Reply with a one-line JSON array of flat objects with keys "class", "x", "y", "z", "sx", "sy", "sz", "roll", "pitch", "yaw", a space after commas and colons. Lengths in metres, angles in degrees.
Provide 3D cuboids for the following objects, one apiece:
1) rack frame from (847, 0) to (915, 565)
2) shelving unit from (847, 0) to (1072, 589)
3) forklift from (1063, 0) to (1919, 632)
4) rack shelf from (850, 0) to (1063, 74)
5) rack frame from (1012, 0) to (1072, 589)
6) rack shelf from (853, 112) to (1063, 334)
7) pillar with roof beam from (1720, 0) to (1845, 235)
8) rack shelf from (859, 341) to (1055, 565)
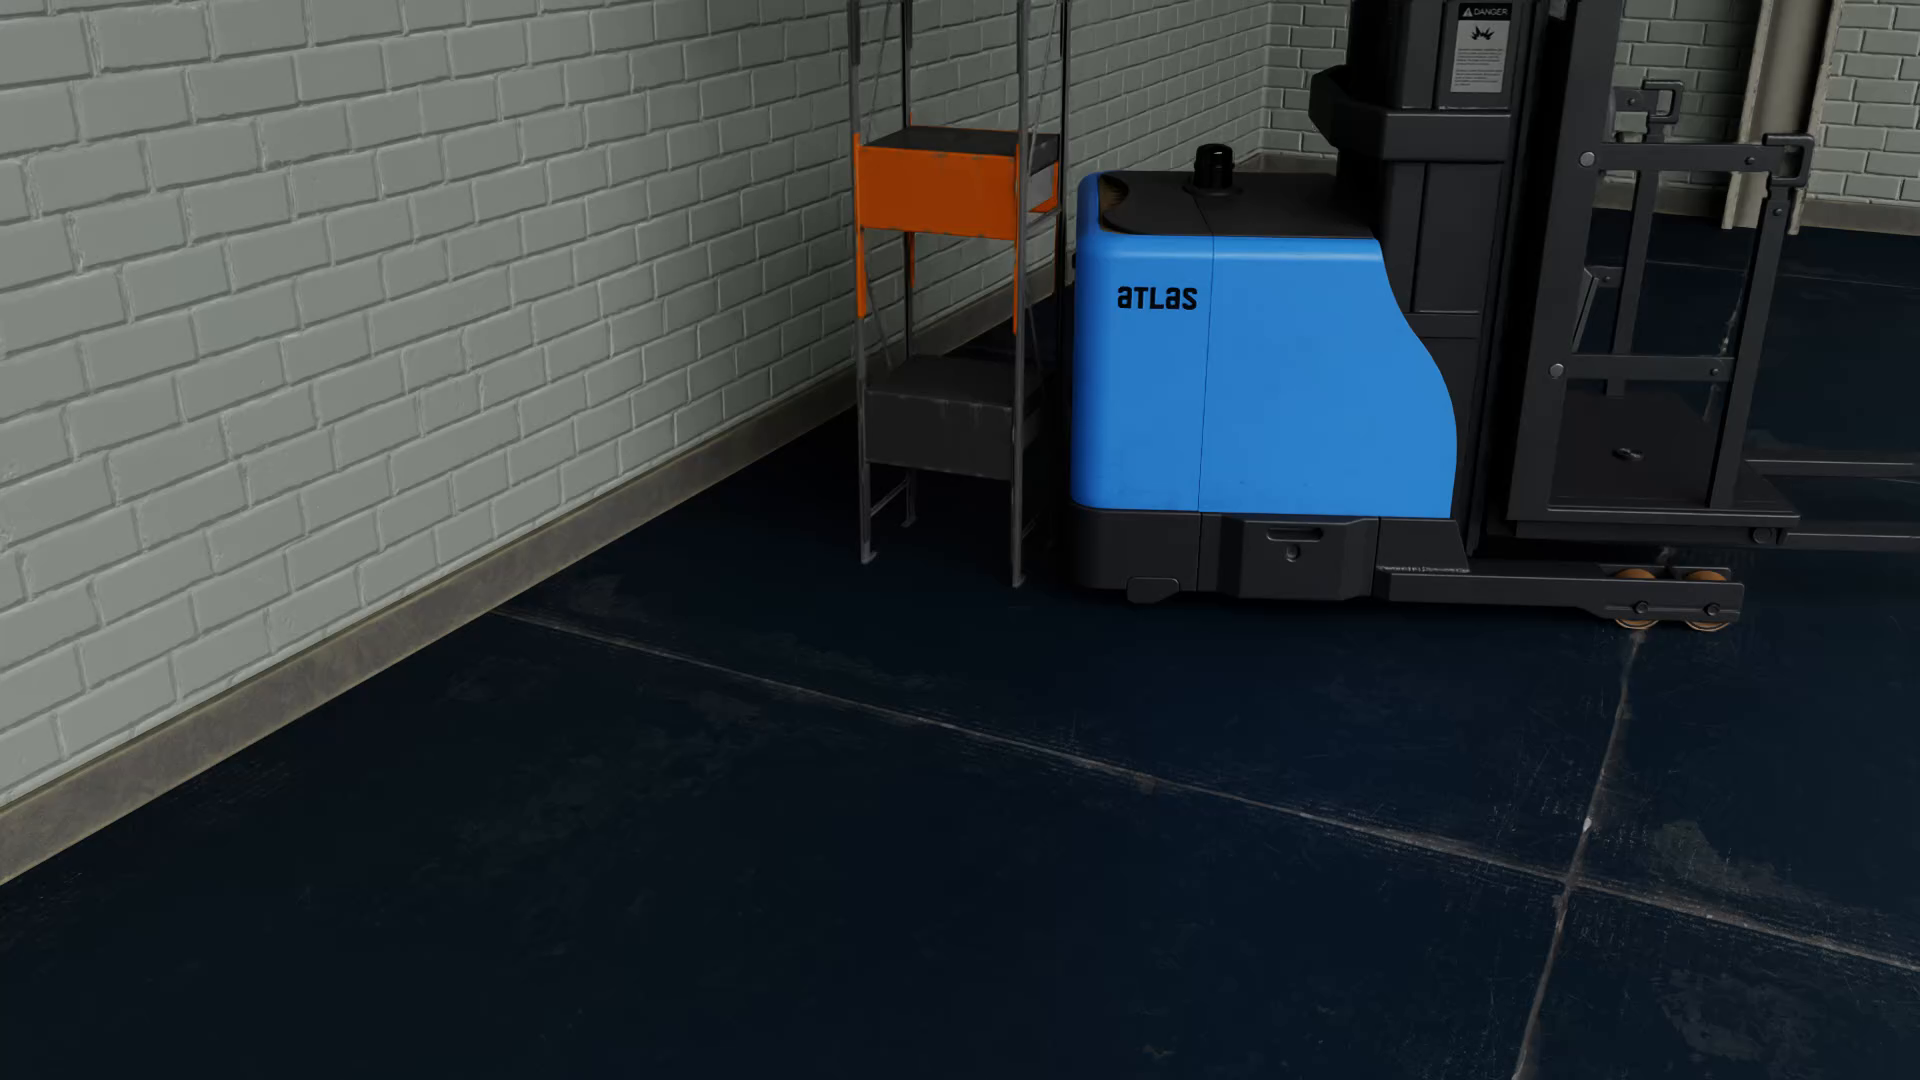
[{"class": "rack frame", "x": -0.224, "y": -0.963, "z": 4.832, "sx": 0.015, "sy": 2.100, "sz": 0.400, "roll": 9, "pitch": 24, "yaw": 19}, {"class": "shelving unit", "x": 0.004, "y": -0.929, "z": 4.752, "sx": 0.503, "sy": 2.100, "sz": 0.431, "roll": 9, "pitch": 24, "yaw": 19}, {"class": "forklift", "x": 1.841, "y": -1.309, "z": 4.582, "sx": 3.031, "sy": 2.935, "sz": 1.130, "roll": 2, "pitch": 23, "yaw": 4}, {"class": "rack shelf", "x": 0.004, "y": -1.561, "z": 4.484, "sx": 0.480, "sy": 0.518, "sz": 0.431, "roll": 9, "pitch": 24, "yaw": 19}, {"class": "rack frame", "x": 0.232, "y": -0.895, "z": 4.672, "sx": 0.015, "sy": 2.100, "sz": 0.400, "roll": 9, "pitch": 24, "yaw": 19}, {"class": "rack shelf", "x": 0.004, "y": -0.917, "z": 4.757, "sx": 0.480, "sy": 0.518, "sz": 0.431, "roll": 9, "pitch": 24, "yaw": 19}, {"class": "pillar with roof beam", "x": 2.600, "y": -4.419, "z": 4.142, "sx": 0.400, "sy": 9.000, "sz": 9.100, "roll": 11, "pitch": 25, "yaw": 25}, {"class": "rack shelf", "x": 0.004, "y": -0.273, "z": 5.031, "sx": 0.480, "sy": 0.518, "sz": 0.431, "roll": 9, "pitch": 24, "yaw": 19}]
